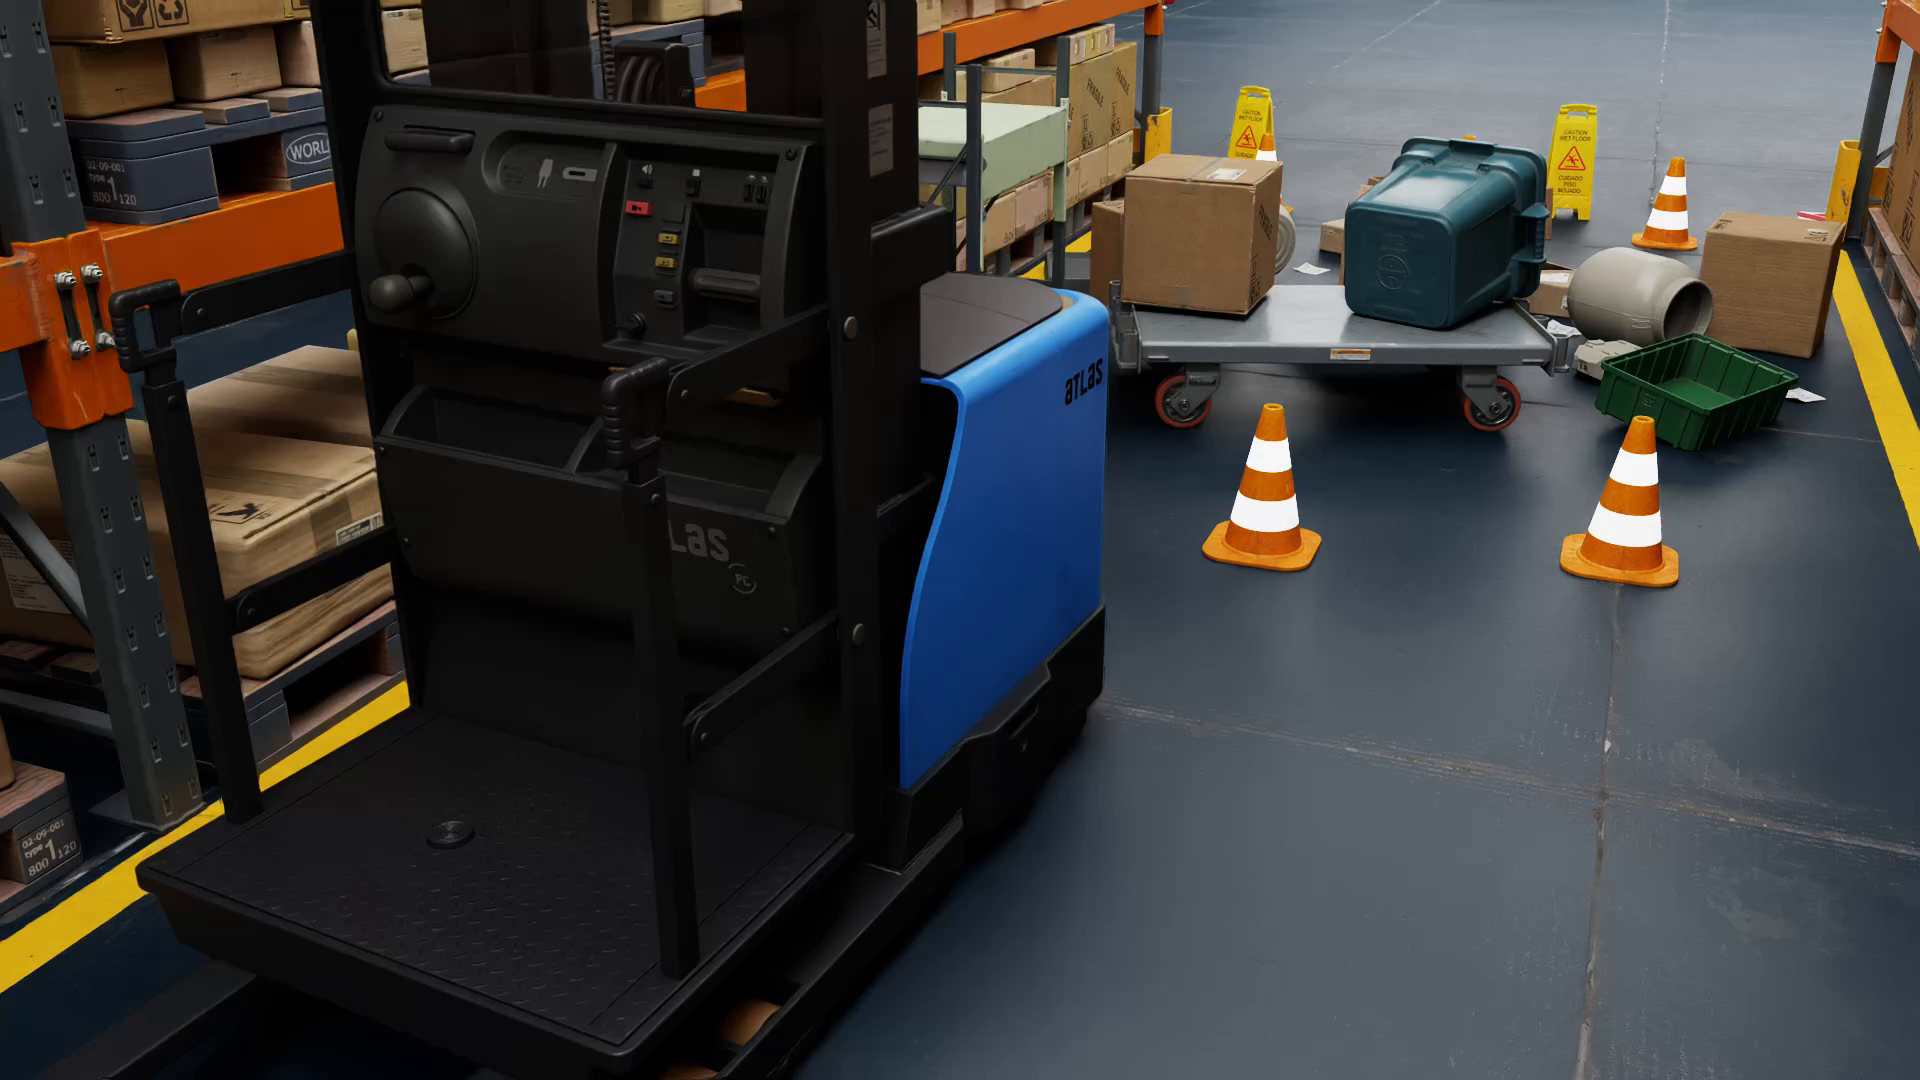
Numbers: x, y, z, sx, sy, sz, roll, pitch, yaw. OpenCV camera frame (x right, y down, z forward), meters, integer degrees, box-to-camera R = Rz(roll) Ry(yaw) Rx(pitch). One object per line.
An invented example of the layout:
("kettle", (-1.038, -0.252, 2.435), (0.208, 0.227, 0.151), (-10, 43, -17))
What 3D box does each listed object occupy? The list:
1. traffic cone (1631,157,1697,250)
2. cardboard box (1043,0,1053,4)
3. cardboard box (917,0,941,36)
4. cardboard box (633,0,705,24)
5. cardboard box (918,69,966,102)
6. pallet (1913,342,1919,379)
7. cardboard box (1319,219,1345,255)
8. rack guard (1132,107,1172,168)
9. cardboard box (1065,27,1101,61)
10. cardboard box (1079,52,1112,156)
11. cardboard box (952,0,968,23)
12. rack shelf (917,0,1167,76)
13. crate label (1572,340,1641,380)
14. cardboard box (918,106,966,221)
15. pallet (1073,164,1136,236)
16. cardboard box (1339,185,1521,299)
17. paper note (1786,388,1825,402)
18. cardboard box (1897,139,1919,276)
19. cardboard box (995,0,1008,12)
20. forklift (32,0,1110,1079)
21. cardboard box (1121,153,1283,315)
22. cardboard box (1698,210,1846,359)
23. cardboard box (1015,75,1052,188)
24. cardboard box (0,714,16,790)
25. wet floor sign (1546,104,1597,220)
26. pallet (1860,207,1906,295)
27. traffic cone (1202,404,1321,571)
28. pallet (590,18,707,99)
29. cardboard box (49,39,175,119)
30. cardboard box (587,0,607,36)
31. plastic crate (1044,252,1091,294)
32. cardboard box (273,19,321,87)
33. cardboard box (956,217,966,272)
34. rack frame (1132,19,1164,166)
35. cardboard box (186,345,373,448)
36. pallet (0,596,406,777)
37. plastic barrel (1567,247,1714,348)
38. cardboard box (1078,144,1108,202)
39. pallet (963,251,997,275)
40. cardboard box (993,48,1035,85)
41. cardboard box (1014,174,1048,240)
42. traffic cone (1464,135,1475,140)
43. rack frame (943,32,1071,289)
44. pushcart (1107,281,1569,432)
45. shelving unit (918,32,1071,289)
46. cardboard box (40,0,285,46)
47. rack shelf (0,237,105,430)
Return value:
("traffic cone", (3.887, -1.855, 9.091), (0.336, 0.463, 0.334), (9, 24, 20))
("cardboard box", (0.250, -2.755, 8.280), (0.380, 0.149, 0.250), (9, 24, 20))
("cardboard box", (-0.302, -2.204, 6.961), (0.380, 0.149, 0.250), (9, 24, 20))
("cardboard box", (-1.044, -1.745, 5.316), (0.380, 0.149, 0.250), (9, 24, 20))
("cardboard box", (-0.144, -2.032, 7.432), (0.380, 0.149, 0.250), (9, 24, 21))
("pallet", (4.272, -0.555, 6.305), (1.003, 0.211, 1.213), (9, 24, 20))
("cardboard box", (2.158, -1.611, 8.915), (0.250, 0.149, 0.380), (-17, 28, -35))
("rack guard", (0.741, -2.504, 10.597), (1.175, 0.500, 0.348), (9, 24, 20))
("cardboard box", (0.544, -2.701, 9.032), (0.380, 0.149, 0.250), (9, 24, 21))
("cardboard box", (0.523, -2.445, 9.260), (0.500, 0.500, 0.500), (10, 25, 22))
("cardboard box", (-0.186, -2.402, 7.434), (0.380, 0.149, 0.250), (9, 24, 20))
("rack shelf", (0.027, -2.637, 8.605), (1.077, 0.370, 4.000), (9, 24, 20))
("crate label", (2.678, -0.729, 6.817), (0.298, 0.136, 0.250), (-7, 24, -17))
("cardboard box", (-0.247, -1.697, 7.470), (0.500, 0.500, 0.500), (10, 25, 23))
("pallet", (0.407, -2.085, 9.968), (1.003, 0.211, 1.213), (9, 24, 20))
("cardboard box", (2.128, -1.269, 7.458), (0.797, 0.637, 0.503), (9, 24, 20))
("paper note", (3.326, -0.581, 6.601), (0.147, 0.020, 0.142), (-7, 24, -17))
("cardboard box", (4.887, -1.658, 7.540), (0.875, 0.875, 0.875), (8, 24, 19))
("cardboard box", (0.009, -2.585, 7.873), (0.380, 0.149, 0.250), (9, 24, 20))
("forklift", (-0.765, -0.510, 2.667), (1.130, 2.935, 3.031), (11, 25, 25))
("cardboard box", (0.947, -1.205, 6.504), (0.500, 0.500, 0.500), (9, 24, 20))
("cardboard box", (3.541, -1.131, 7.306), (0.500, 0.500, 0.500), (13, 26, 29))
("cardboard box", (0.136, -2.075, 8.377), (0.500, 0.500, 0.500), (10, 25, 23))
("cardboard box", (-2.536, 0.200, 3.091), (0.875, 0.875, 0.875), (9, 24, 20))
("wet floor sign", (3.575, -2.220, 9.727), (0.267, 0.644, 0.232), (5, 23, 11))
("pallet", (5.178, -1.428, 8.395), (1.003, 0.211, 1.213), (9, 24, 20))
("traffic cone", (0.944, -0.192, 5.109), (0.336, 0.463, 0.334), (9, 24, 20))
("pallet", (-1.505, -1.448, 5.073), (1.003, 0.211, 1.213), (9, 24, 20))
("cardboard box", (-1.909, -0.990, 3.508), (0.380, 0.149, 0.250), (7, 24, 17))
("cardboard box", (-1.264, -1.561, 4.876), (0.380, 0.149, 0.250), (10, 25, 22))
("plastic crate", (0.628, -1.351, 8.380), (0.402, 0.080, 0.583), (1, 23, 2))
("cardboard box", (-1.628, -1.177, 3.958), (0.380, 0.149, 0.250), (7, 24, 17))
("cardboard box", (-0.247, -1.351, 7.615), (0.500, 0.250, 0.500), (8, 24, 18))
("rack frame", (0.769, -3.685, 10.180), (1.000, 3.000, 0.127), (9, 24, 20))
("cardboard box", (-1.716, -0.269, 4.867), (0.950, 0.372, 0.625), (8, 24, 19))
("pallet", (-1.911, 0.185, 4.533), (1.003, 0.211, 1.213), (9, 24, 20))
("plastic barrel", (2.914, -1.018, 7.137), (0.421, 0.421, 0.512), (-12, 25, -26))
("cardboard box", (0.519, -2.098, 9.403), (0.500, 0.250, 0.500), (9, 24, 20))
("pallet", (-0.500, -1.212, 7.878), (1.003, 0.211, 1.213), (9, 24, 20))
("cardboard box", (0.142, -2.313, 8.105), (0.380, 0.149, 0.250), (10, 25, 23))
("cardboard box", (0.136, -1.734, 8.532), (0.500, 0.250, 0.500), (8, 24, 19))
("traffic cone", (2.964, -2.138, 9.769), (0.336, 0.463, 0.334), (9, 24, 20))
("rack frame", (0.138, -0.825, 5.280), (0.400, 1.500, 0.023), (9, 24, 20))
("pushcart", (1.419, -0.735, 6.520), (1.648, 0.377, 0.936), (1, 23, 2))
("shelving unit", (0.002, -0.694, 4.967), (0.431, 1.500, 0.755), (9, 24, 20))
("cardboard box", (-1.820, -1.327, 3.475), (0.500, 0.500, 0.500), (8, 24, 19))
("rack shelf", (-2.945, 0.226, 1.751), (1.077, 0.370, 4.000), (9, 24, 20))
